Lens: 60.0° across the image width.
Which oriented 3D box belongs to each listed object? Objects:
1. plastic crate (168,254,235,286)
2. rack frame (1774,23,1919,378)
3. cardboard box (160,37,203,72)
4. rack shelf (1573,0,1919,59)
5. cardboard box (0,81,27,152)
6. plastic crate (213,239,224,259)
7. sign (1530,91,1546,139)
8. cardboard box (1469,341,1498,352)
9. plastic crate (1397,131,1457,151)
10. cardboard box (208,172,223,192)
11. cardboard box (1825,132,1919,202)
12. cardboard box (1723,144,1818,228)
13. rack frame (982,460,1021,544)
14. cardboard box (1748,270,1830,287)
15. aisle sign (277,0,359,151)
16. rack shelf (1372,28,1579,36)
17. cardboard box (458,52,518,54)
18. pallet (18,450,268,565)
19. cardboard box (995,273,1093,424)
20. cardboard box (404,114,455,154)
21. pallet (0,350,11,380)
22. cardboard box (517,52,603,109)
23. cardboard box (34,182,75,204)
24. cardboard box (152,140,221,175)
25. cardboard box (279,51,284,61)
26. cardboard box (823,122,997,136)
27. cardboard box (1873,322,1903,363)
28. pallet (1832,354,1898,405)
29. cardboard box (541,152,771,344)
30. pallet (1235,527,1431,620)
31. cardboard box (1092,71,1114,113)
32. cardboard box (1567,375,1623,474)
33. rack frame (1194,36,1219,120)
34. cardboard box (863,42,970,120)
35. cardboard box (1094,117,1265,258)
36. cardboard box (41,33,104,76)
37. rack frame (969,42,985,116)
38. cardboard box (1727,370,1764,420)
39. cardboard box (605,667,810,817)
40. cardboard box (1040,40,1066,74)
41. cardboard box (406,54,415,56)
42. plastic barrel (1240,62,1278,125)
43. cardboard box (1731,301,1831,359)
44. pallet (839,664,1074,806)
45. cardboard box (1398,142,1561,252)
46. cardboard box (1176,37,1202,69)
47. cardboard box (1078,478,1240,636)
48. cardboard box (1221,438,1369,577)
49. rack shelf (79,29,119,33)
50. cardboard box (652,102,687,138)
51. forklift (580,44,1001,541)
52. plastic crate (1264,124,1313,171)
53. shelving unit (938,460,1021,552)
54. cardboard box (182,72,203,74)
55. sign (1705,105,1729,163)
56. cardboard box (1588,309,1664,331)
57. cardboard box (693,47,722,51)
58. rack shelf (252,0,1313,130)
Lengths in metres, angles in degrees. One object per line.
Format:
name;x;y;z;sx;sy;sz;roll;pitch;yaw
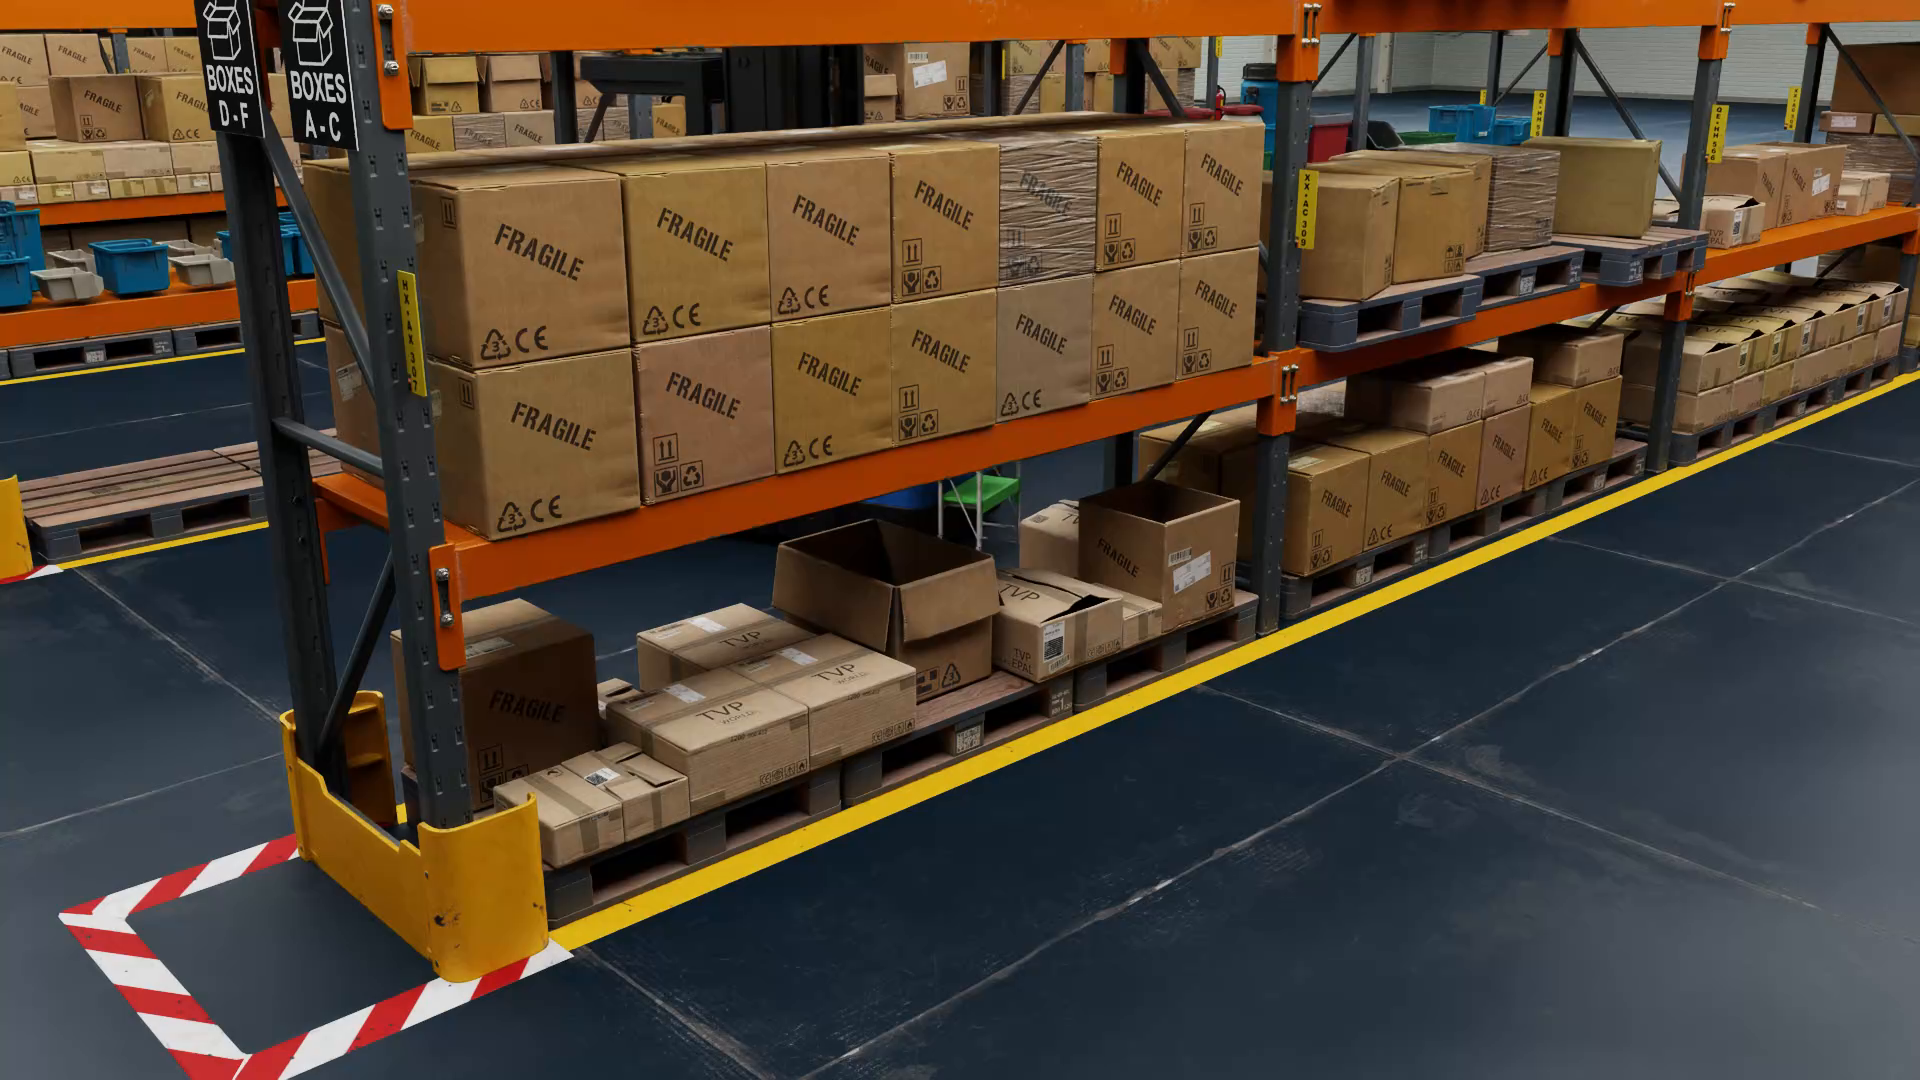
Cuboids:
plastic crate;-4.037;-1.441;8.896;0.298;0.136;0.250;-16;24;-41
rack frame;6.894;-2.798;12.752;0.127;3.000;1.000;-16;24;-41
cardboard box;-10.553;-6.533;22.488;0.500;0.500;0.500;-16;24;-41
rack shelf;5.441;-3.459;11.093;4.000;0.370;1.077;-16;24;-41
cardboard box;-7.358;-3.162;12.417;0.500;0.500;0.500;-17;25;-42
plastic crate;-4.149;-1.672;9.610;0.250;0.136;0.298;-16;24;-41
sign;3.604;-2.625;10.341;0.005;0.325;0.100;-16;24;-41
cardboard box;3.461;-0.939;10.355;0.500;0.500;0.500;-15;23;-39
plastic crate;4.674;-4.033;16.903;0.662;0.188;0.450;-16;24;-41
cardboard box;-6.092;-2.957;13.650;0.250;0.149;0.380;-17;24;-42
cardboard box;7.213;-2.941;13.031;0.500;0.500;0.700;-17;25;-42
cardboard box;5.579;-2.469;11.574;0.500;0.500;0.500;-16;24;-41
rack frame;0.210;-0.569;8.794;0.240;1.200;0.015;8;20;24
cardboard box;6.423;-1.925;12.927;0.500;0.311;0.500;-16;24;-41
aisle sign;-1.673;-1.412;4.261;0.004;0.787;0.394;-16;24;-41
rack shelf;4.947;-5.418;17.134;4.000;0.370;1.077;-16;24;-41
cardboard box;-5.817;-5.921;20.599;0.500;0.500;0.700;-16;24;-41
pallet;-4.599;-0.206;9.278;1.213;0.211;1.003;-16;24;-41
cardboard box;0.149;-0.768;6.329;0.500;0.500;0.500;-16;24;-40
cardboard box;-4.851;-3.520;14.815;0.500;0.500;0.500;-16;24;-41
pallet;-8.101;-1.337;12.766;1.213;0.211;1.003;-16;24;-41
cardboard box;-3.833;-4.408;15.927;0.637;0.503;0.797;-16;24;-40
cardboard box;-7.027;-2.684;12.808;0.250;0.149;0.380;-17;25;-42
cardboard box;-6.237;-3.132;13.541;0.500;0.250;0.500;-15;23;-39
cardboard box;-11.550;-8.214;28.242;0.250;0.149;0.380;-16;24;-41
cardboard box;-0.203;-1.371;6.567;0.500;0.500;0.500;17;25;42
cardboard box;6.792;-1.537;12.640;0.500;0.250;0.500;-17;24;-41
pallet;6.386;-1.307;12.674;1.213;0.211;1.003;-16;24;-41
cardboard box;-0.947;-0.926;5.194;0.500;0.500;0.500;-16;24;-40
pallet;1.647;0.043;8.511;1.213;0.211;1.003;-16;24;-41
cardboard box;1.534;-5.613;20.789;0.500;0.500;0.875;-16;24;-41
cardboard box;3.470;-0.720;9.682;0.500;0.500;0.500;-15;23;-39
rack frame;2.998;-5.867;22.216;0.127;3.000;1.000;-16;24;-41
cardboard box;-0.582;-5.367;19.022;1.000;1.000;1.000;-16;24;-40
cardboard box;0.892;-1.461;6.845;0.500;0.500;0.500;-16;24;-41
cardboard box;-9.212;-4.961;17.158;0.500;0.500;0.500;17;24;42
rack frame;0.091;-5.019;19.602;0.127;3.000;1.000;-16;24;-41
cardboard box;4.935;-0.994;10.966;0.500;0.250;0.500;17;25;42
cardboard box;-0.872;0.686;5.752;0.500;0.250;0.500;-16;24;-41
cardboard box;0.955;-5.828;19.832;0.500;0.500;0.500;-16;24;-41
cardboard box;-8.383;-7.051;24.542;0.500;0.500;0.500;-16;24;-40
plastic barrel;3.005;-4.134;16.058;0.708;0.901;0.600;-16;24;-41
cardboard box;5.692;-1.484;11.567;0.500;0.311;0.500;-17;24;-41
pallet;-0.305;0.629;6.704;1.213;0.211;1.003;-16;24;-41
cardboard box;2.812;-1.888;9.102;0.500;0.500;0.700;-11;21;-31
cardboard box;2.768;-6.359;21.470;0.500;0.500;0.500;-16;24;-41
cardboard box;0.862;0.061;7.273;0.500;0.500;0.500;-16;24;-41
cardboard box;1.600;-0.171;7.989;0.500;0.500;0.500;17;24;41
rack shelf;-10.509;-5.118;16.209;4.000;0.370;1.077;-16;24;-41
cardboard box;-3.004;-4.059;16.478;0.500;0.500;0.500;-15;23;-39
forklift;-1.326;-1.590;9.136;3.031;2.935;1.130;8;20;24
plastic crate;2.906;-3.598;15.245;0.575;0.384;0.392;-16;24;-41
shelving unit;0.105;-0.501;8.584;0.258;1.200;0.503;8;20;24
cardboard box;-6.245;-3.707;14.098;0.500;0.500;0.500;-16;24;-41
sign;4.368;-2.344;9.603;0.005;0.325;0.100;-16;24;-41
cardboard box;4.573;-1.387;11.267;0.500;0.311;0.500;-17;24;-42
cardboard box;-3.600;-6.569;22.598;0.500;0.500;0.700;-17;24;-42
rack shelf;-0.372;-1.764;5.865;4.000;0.370;1.077;-16;24;-41
